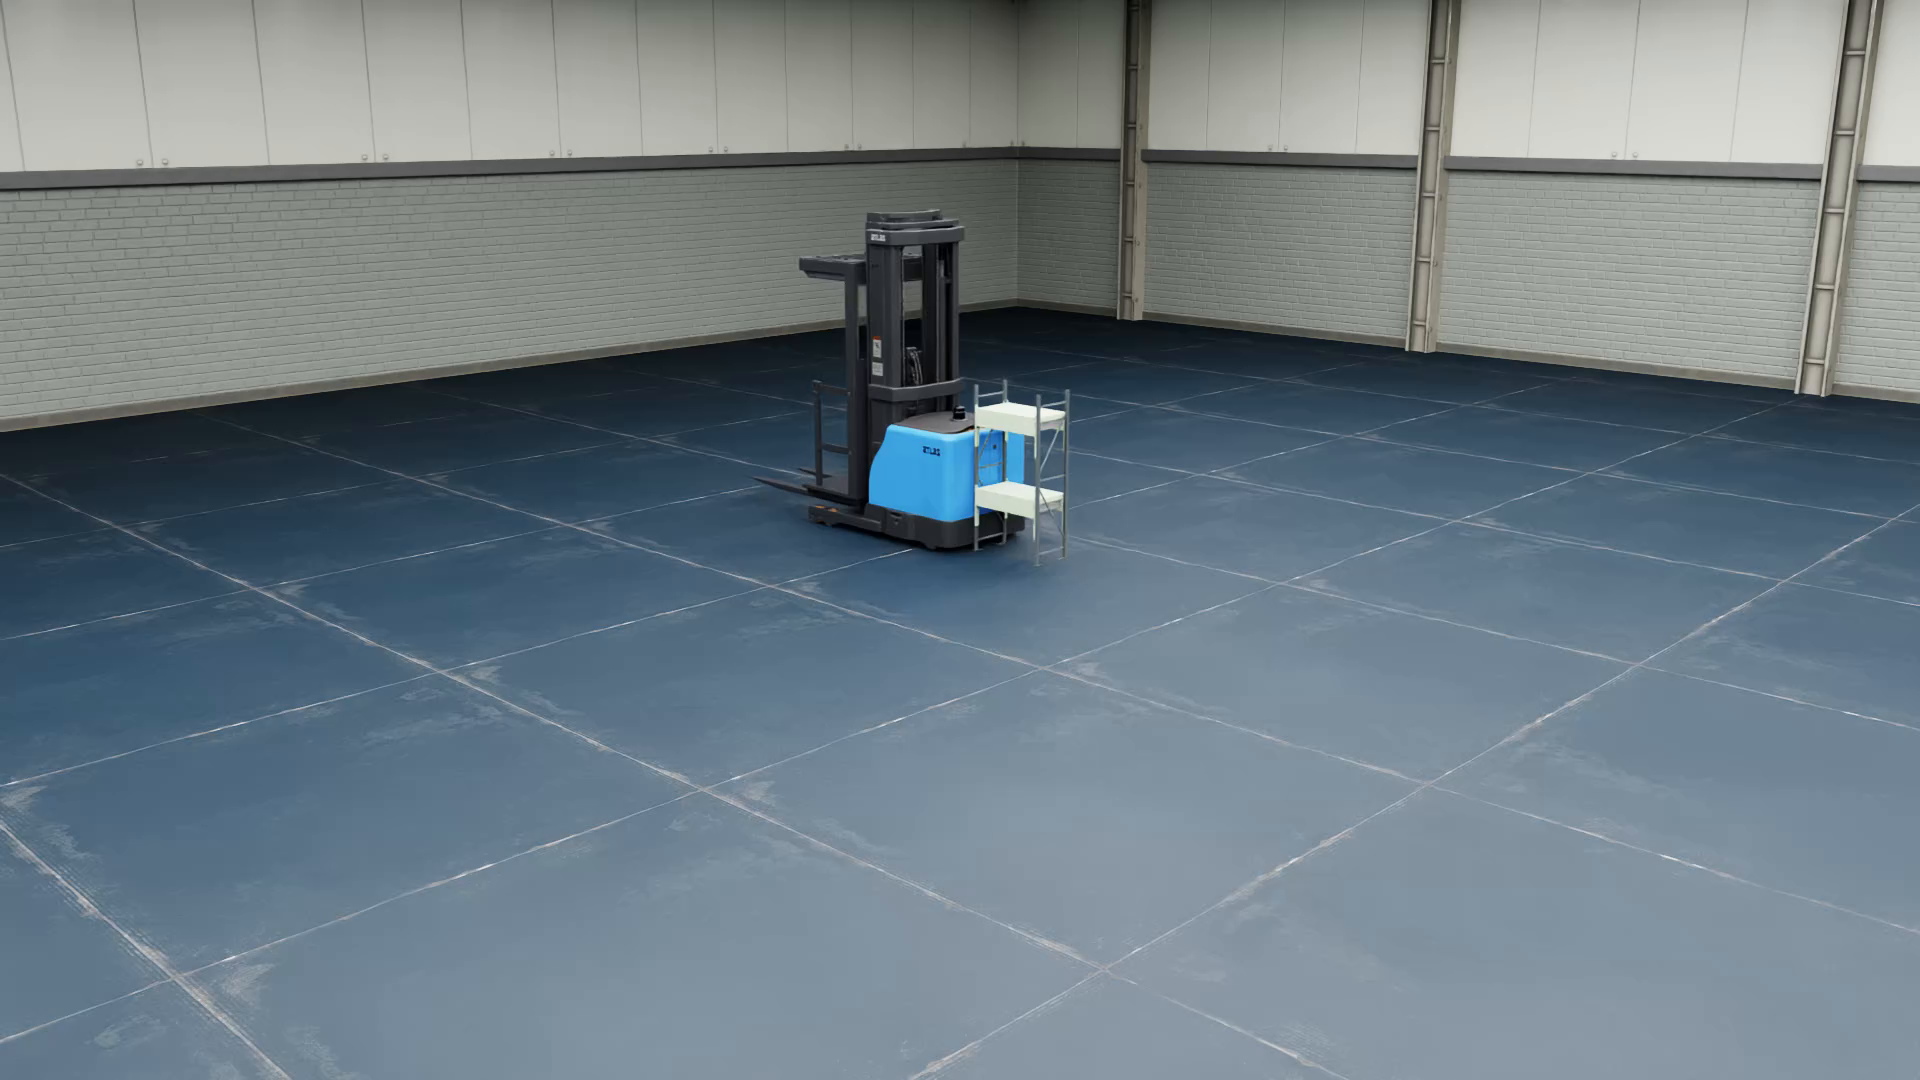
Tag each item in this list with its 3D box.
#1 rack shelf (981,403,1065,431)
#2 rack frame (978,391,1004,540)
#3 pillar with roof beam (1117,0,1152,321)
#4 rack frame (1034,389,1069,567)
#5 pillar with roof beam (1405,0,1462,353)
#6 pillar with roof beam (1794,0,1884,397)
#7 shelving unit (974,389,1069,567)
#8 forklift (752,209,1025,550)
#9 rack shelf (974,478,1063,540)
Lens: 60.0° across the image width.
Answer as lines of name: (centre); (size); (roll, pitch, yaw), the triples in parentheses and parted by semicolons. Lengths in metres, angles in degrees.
rack shelf: (0.530, -1.065, 14.428); (0.686, 0.124, 0.368); (14, 20, 43)
rack frame: (0.270, -0.658, 14.800); (0.010, 1.308, 0.380); (14, 20, 43)
pillar with roof beam: (0.190, -7.702, 26.962); (0.400, 9.000, 9.100); (14, 20, 42)
rack frame: (0.790, -0.528, 14.301); (0.023, 1.500, 0.400); (14, 20, 43)
pillar with roof beam: (4.509, -6.652, 22.932); (0.400, 9.000, 9.100); (14, 20, 42)
pillar with roof beam: (8.828, -5.602, 18.902); (0.400, 9.000, 9.100); (14, 20, 42)
shelving unit: (0.532, -0.592, 14.549); (0.748, 1.500, 0.431); (14, 20, 43)
forklift: (-0.800, -1.629, 15.688); (3.031, 2.935, 1.130); (14, 20, 43)
rack shelf: (0.530, -0.277, 14.633); (0.720, 0.370, 0.431); (14, 20, 43)
